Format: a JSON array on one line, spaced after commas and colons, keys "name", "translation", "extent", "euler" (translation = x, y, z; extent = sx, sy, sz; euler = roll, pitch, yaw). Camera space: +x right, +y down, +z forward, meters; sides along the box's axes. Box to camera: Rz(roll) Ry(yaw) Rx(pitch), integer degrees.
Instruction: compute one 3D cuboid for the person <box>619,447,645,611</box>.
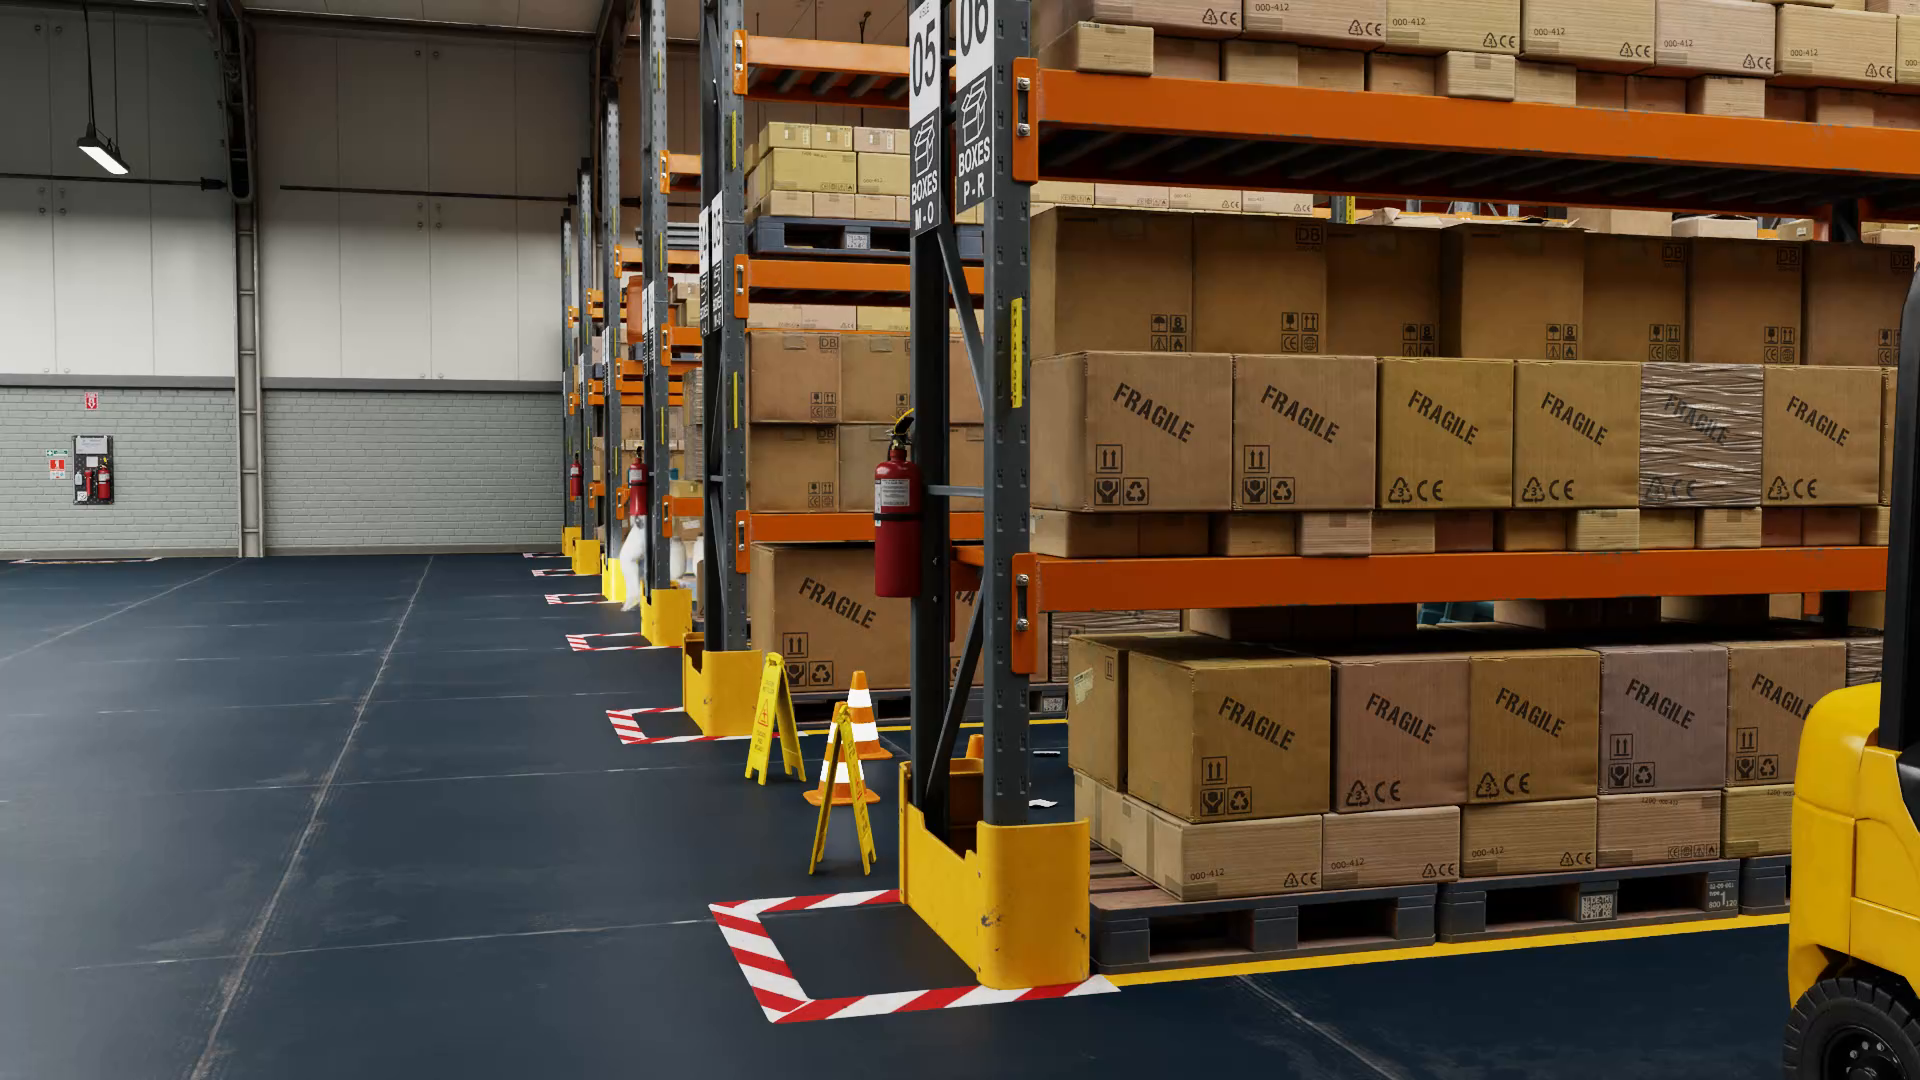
[{"name": "person", "translation": [-3.447, -0.097, 18.297], "extent": [0.573, 1.854, 0.578], "euler": [1, 3, 12]}]
